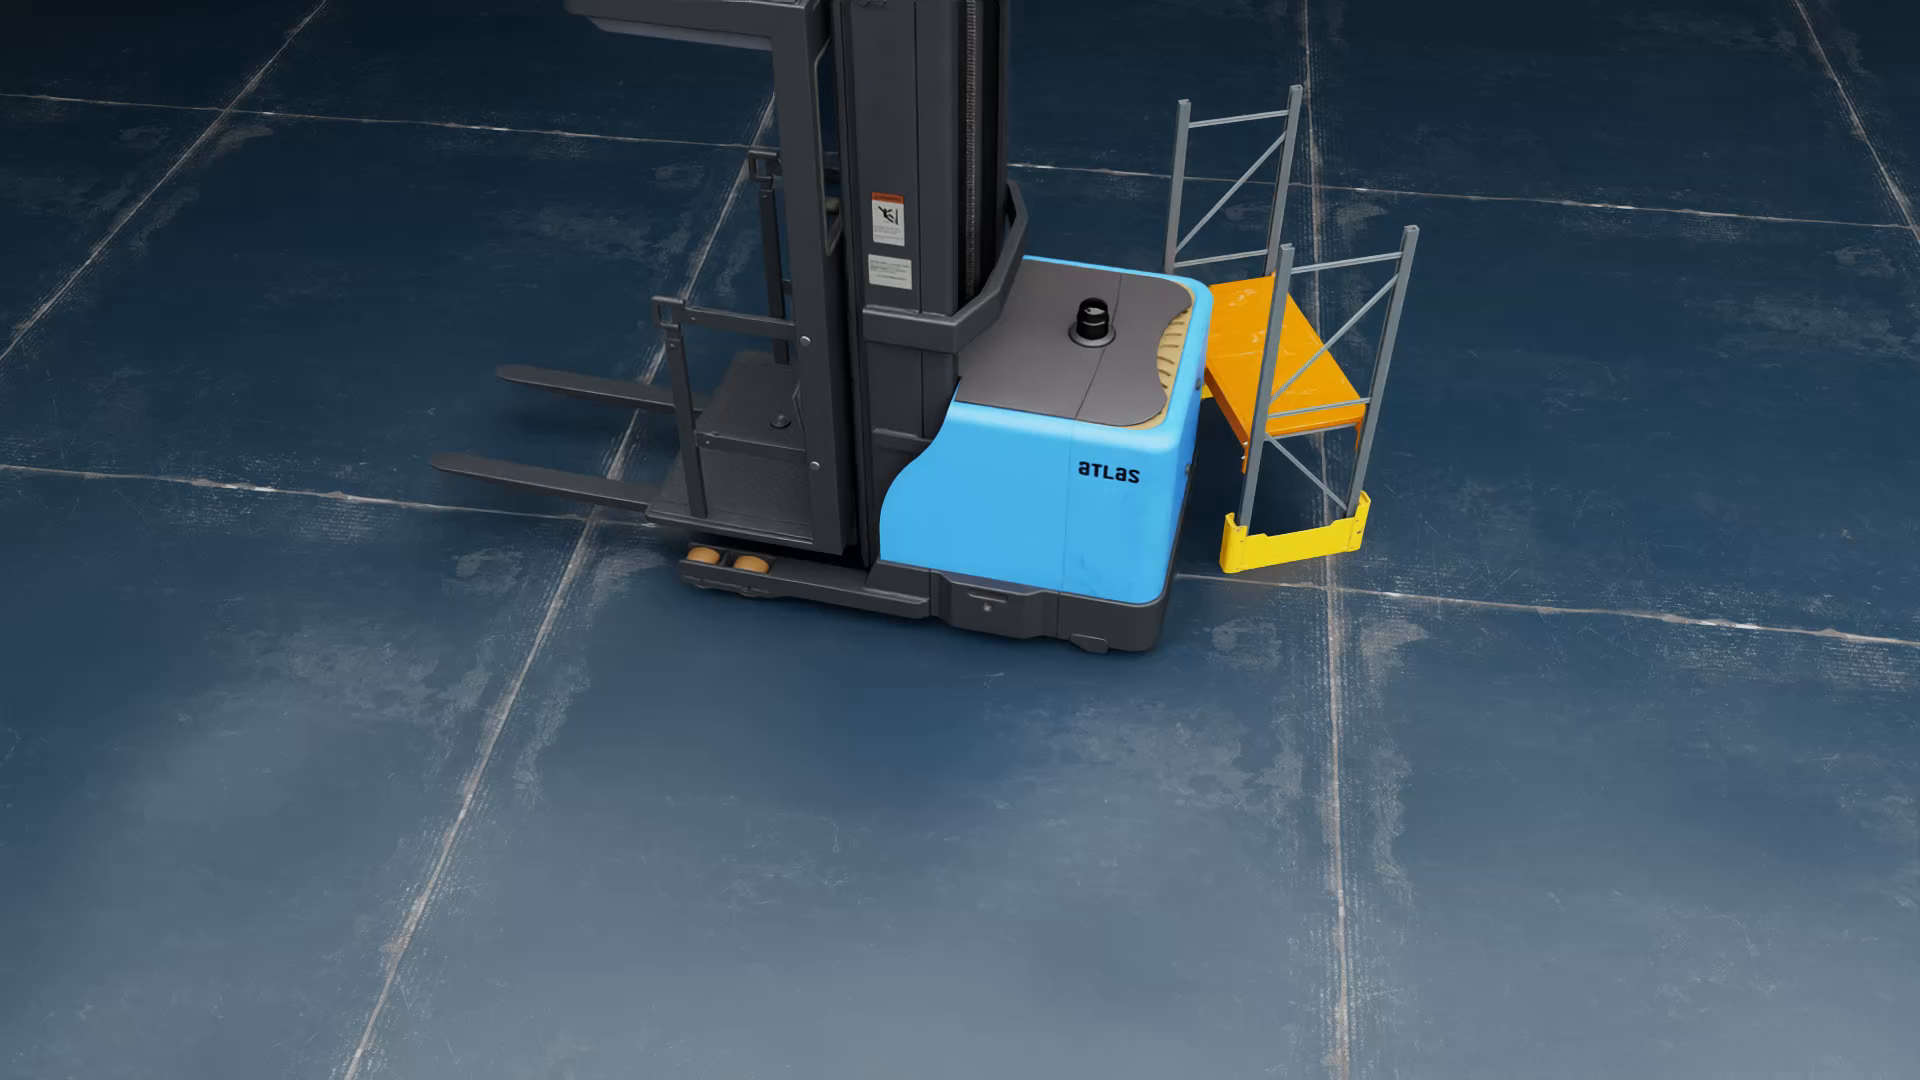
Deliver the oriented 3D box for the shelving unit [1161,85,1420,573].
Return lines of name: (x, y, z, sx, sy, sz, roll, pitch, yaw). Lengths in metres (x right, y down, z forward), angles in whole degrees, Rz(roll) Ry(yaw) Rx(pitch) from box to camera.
shelving unit: (1.204, -0.818, 6.523, 0.587, 1.500, 1.083, -10, 44, -10)

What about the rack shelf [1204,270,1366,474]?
rack shelf: (1.202, -0.693, 6.653, 0.538, 0.185, 1.000, -10, 44, -10)

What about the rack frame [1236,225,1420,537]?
rack frame: (1.327, -0.485, 6.172, 0.500, 1.500, 0.032, -10, 44, -10)

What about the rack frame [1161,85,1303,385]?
rack frame: (1.077, -1.163, 6.887, 0.500, 1.500, 0.032, -10, 44, -10)

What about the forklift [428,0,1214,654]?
forklift: (-0.613, -1.183, 5.867, 3.031, 2.935, 1.130, 10, 44, 10)

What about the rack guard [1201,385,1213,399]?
rack guard: (1.081, -0.696, 7.303, 0.587, 0.250, 0.087, -10, 44, -10)

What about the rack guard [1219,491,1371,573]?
rack guard: (1.327, -0.032, 6.602, 0.587, 0.250, 0.087, -10, 44, -10)
